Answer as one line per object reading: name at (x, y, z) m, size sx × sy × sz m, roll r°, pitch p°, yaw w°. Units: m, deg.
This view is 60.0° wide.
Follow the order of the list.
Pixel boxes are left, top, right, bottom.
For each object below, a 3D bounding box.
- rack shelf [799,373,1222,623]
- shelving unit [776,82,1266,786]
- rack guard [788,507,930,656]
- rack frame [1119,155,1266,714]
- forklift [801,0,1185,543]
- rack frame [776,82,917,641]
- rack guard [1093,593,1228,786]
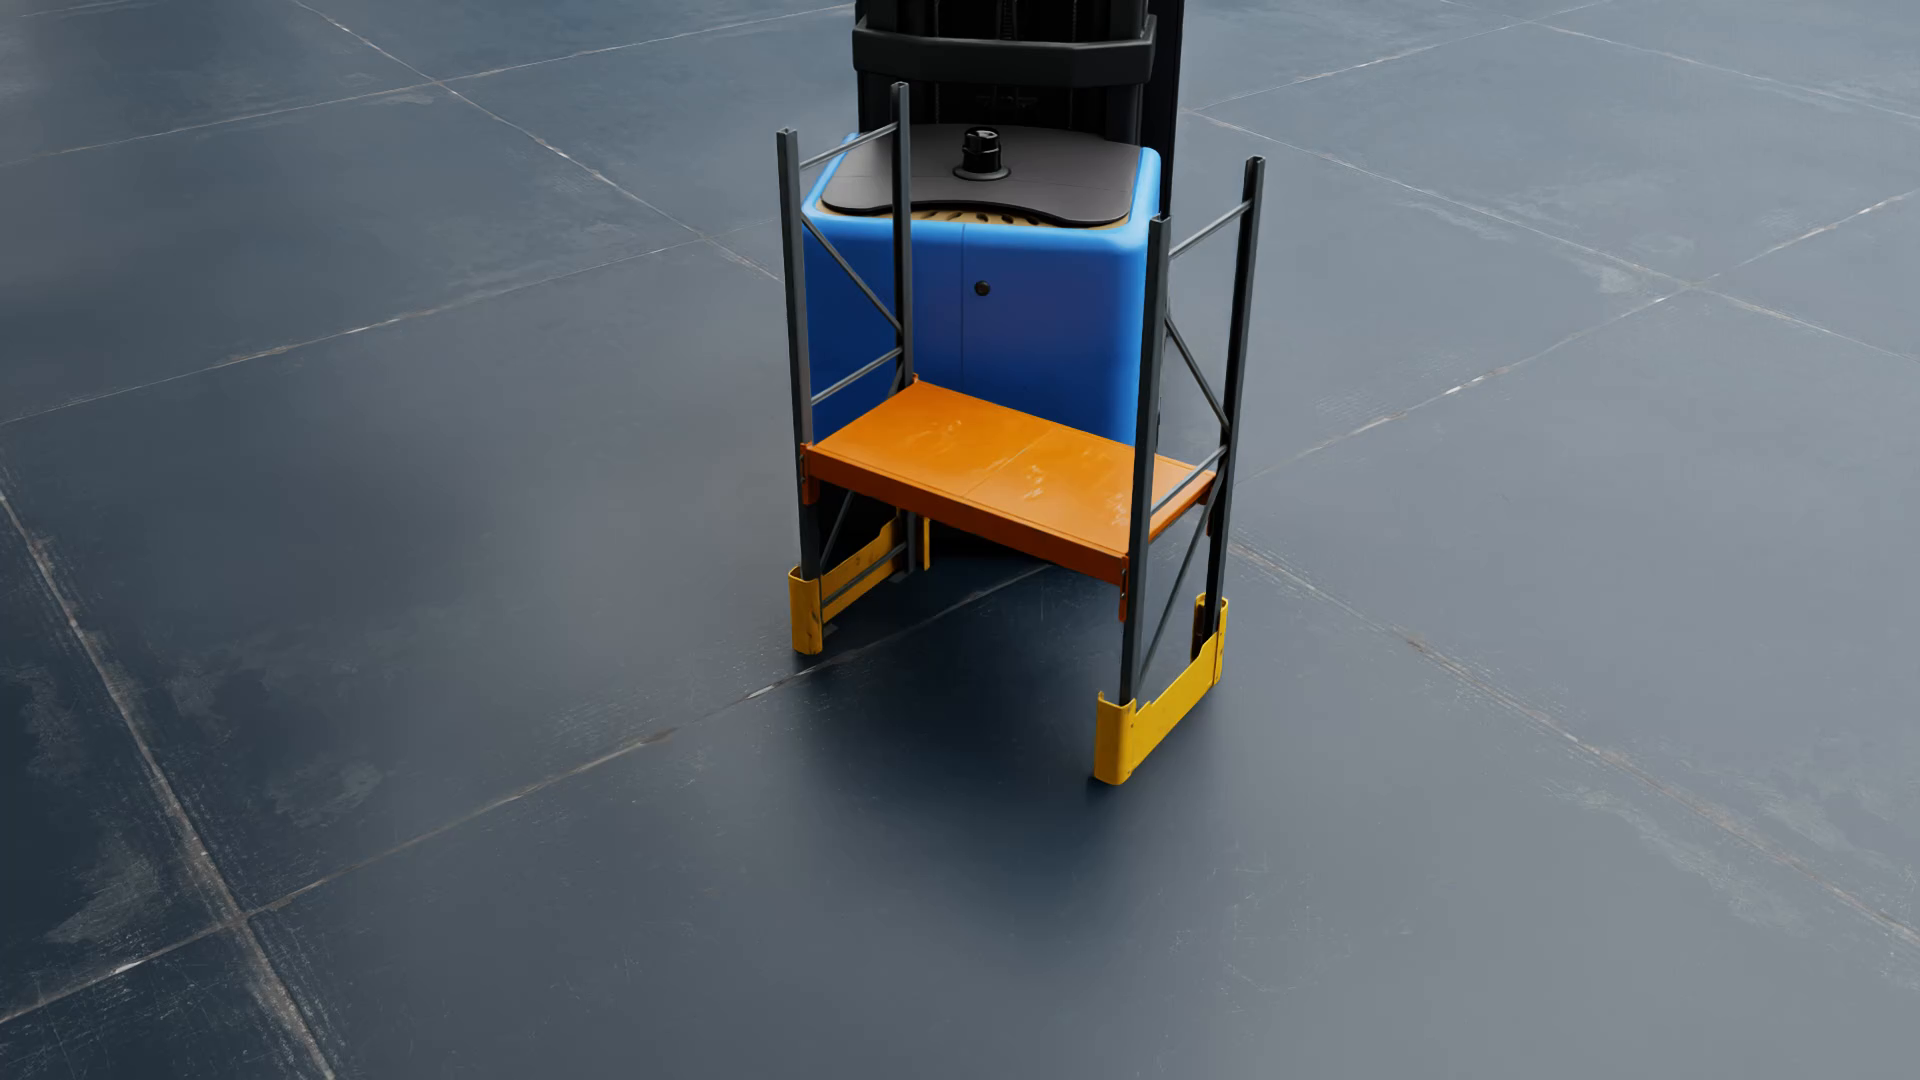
rack shelf at (0.132, -0.139, 4.393) m, size 1.000 × 0.185 × 0.538 m, roll 20°, pitch 37°, yaw 29°
shelving unit at (0.125, -0.294, 4.303) m, size 1.083 × 1.500 × 0.587 m, roll 20°, pitch 37°, yaw 29°
rack guard at (-0.286, 0.087, 4.872) m, size 0.087 × 0.250 × 0.587 m, roll 20°, pitch 37°, yaw 29°
rack frame at (0.551, -0.140, 4.053) m, size 0.032 × 1.500 × 0.500 m, roll 20°, pitch 37°, yaw 29°
forklift at (0.232, -1.972, 5.647) m, size 1.130 × 2.935 × 3.031 m, roll 5°, pitch 32°, yaw 7°
rack frame at (-0.287, -0.444, 4.543) m, size 0.032 × 1.500 × 0.500 m, roll 20°, pitch 37°, yaw 29°
rack guard at (0.535, 0.386, 4.392) m, size 0.087 × 0.250 × 0.587 m, roll 20°, pitch 37°, yaw 29°
